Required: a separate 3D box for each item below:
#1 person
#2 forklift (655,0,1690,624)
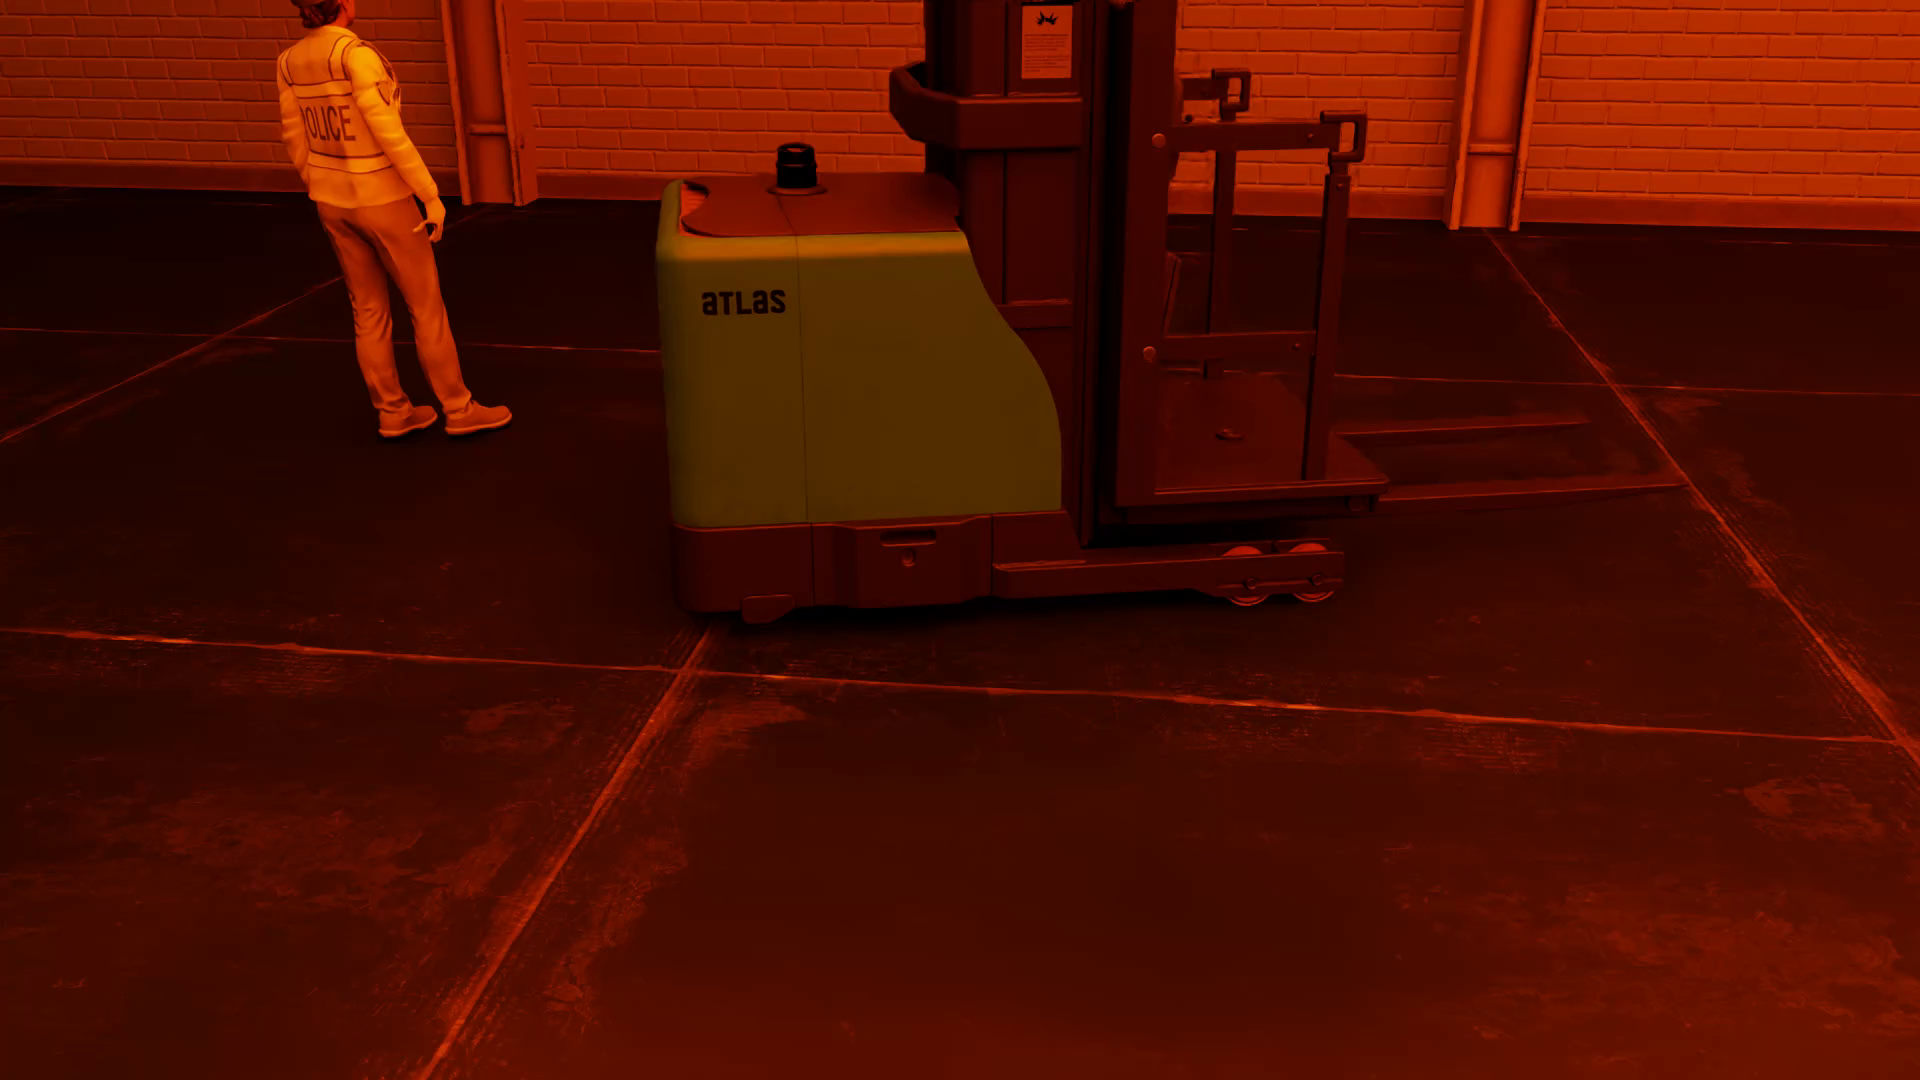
[{"bbox_3d":[-2.036,-1.194,5.858,0.581,1.696,0.532,10,24,24],"label":"person"},{"bbox_3d":[0.652,-1.365,4.643,3.031,2.935,1.130,-3,22,-8],"label":"forklift"}]
